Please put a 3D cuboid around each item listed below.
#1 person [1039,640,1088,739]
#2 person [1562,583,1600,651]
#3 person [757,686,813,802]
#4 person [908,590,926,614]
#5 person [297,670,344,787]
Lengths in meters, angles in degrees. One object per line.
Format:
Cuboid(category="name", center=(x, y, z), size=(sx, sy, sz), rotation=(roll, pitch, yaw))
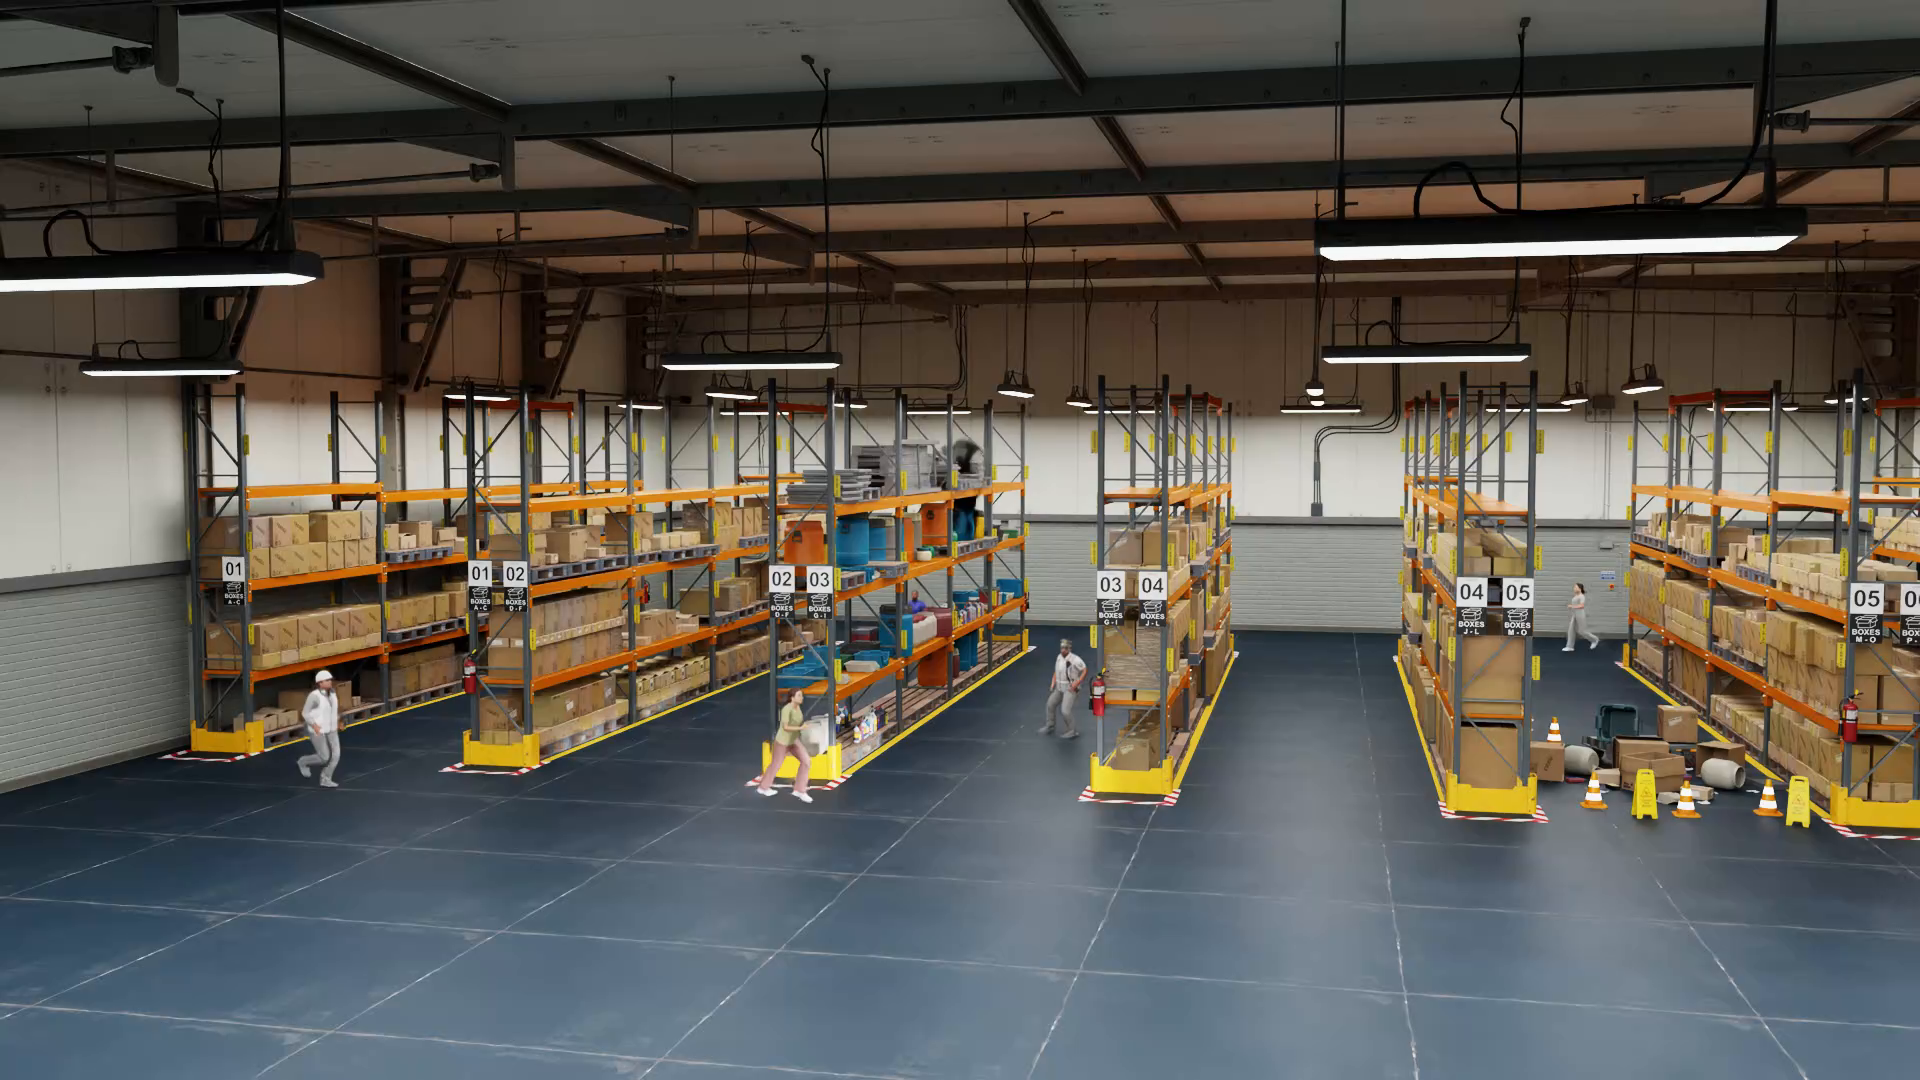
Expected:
Cuboid(category="person", center=(1.759, 2.537, 28.580), size=(0.483, 1.701, 0.979), rotation=(-3, 4, -40))
Cuboid(category="person", center=(14.965, 1.877, 40.110), size=(0.907, 1.618, 0.568), rotation=(0, 3, -3))
Cuboid(category="person", center=(-2.432, 2.854, 23.312), size=(0.949, 1.636, 0.569), rotation=(2, 4, 31))
Cuboid(category="person", center=(-1.030, 1.997, 38.397), size=(0.550, 1.537, 0.727), rotation=(1, 3, 12))
Cuboid(category="person", center=(-9.367, 2.755, 24.326), size=(0.642, 1.717, 0.648), rotation=(2, 4, 27))
